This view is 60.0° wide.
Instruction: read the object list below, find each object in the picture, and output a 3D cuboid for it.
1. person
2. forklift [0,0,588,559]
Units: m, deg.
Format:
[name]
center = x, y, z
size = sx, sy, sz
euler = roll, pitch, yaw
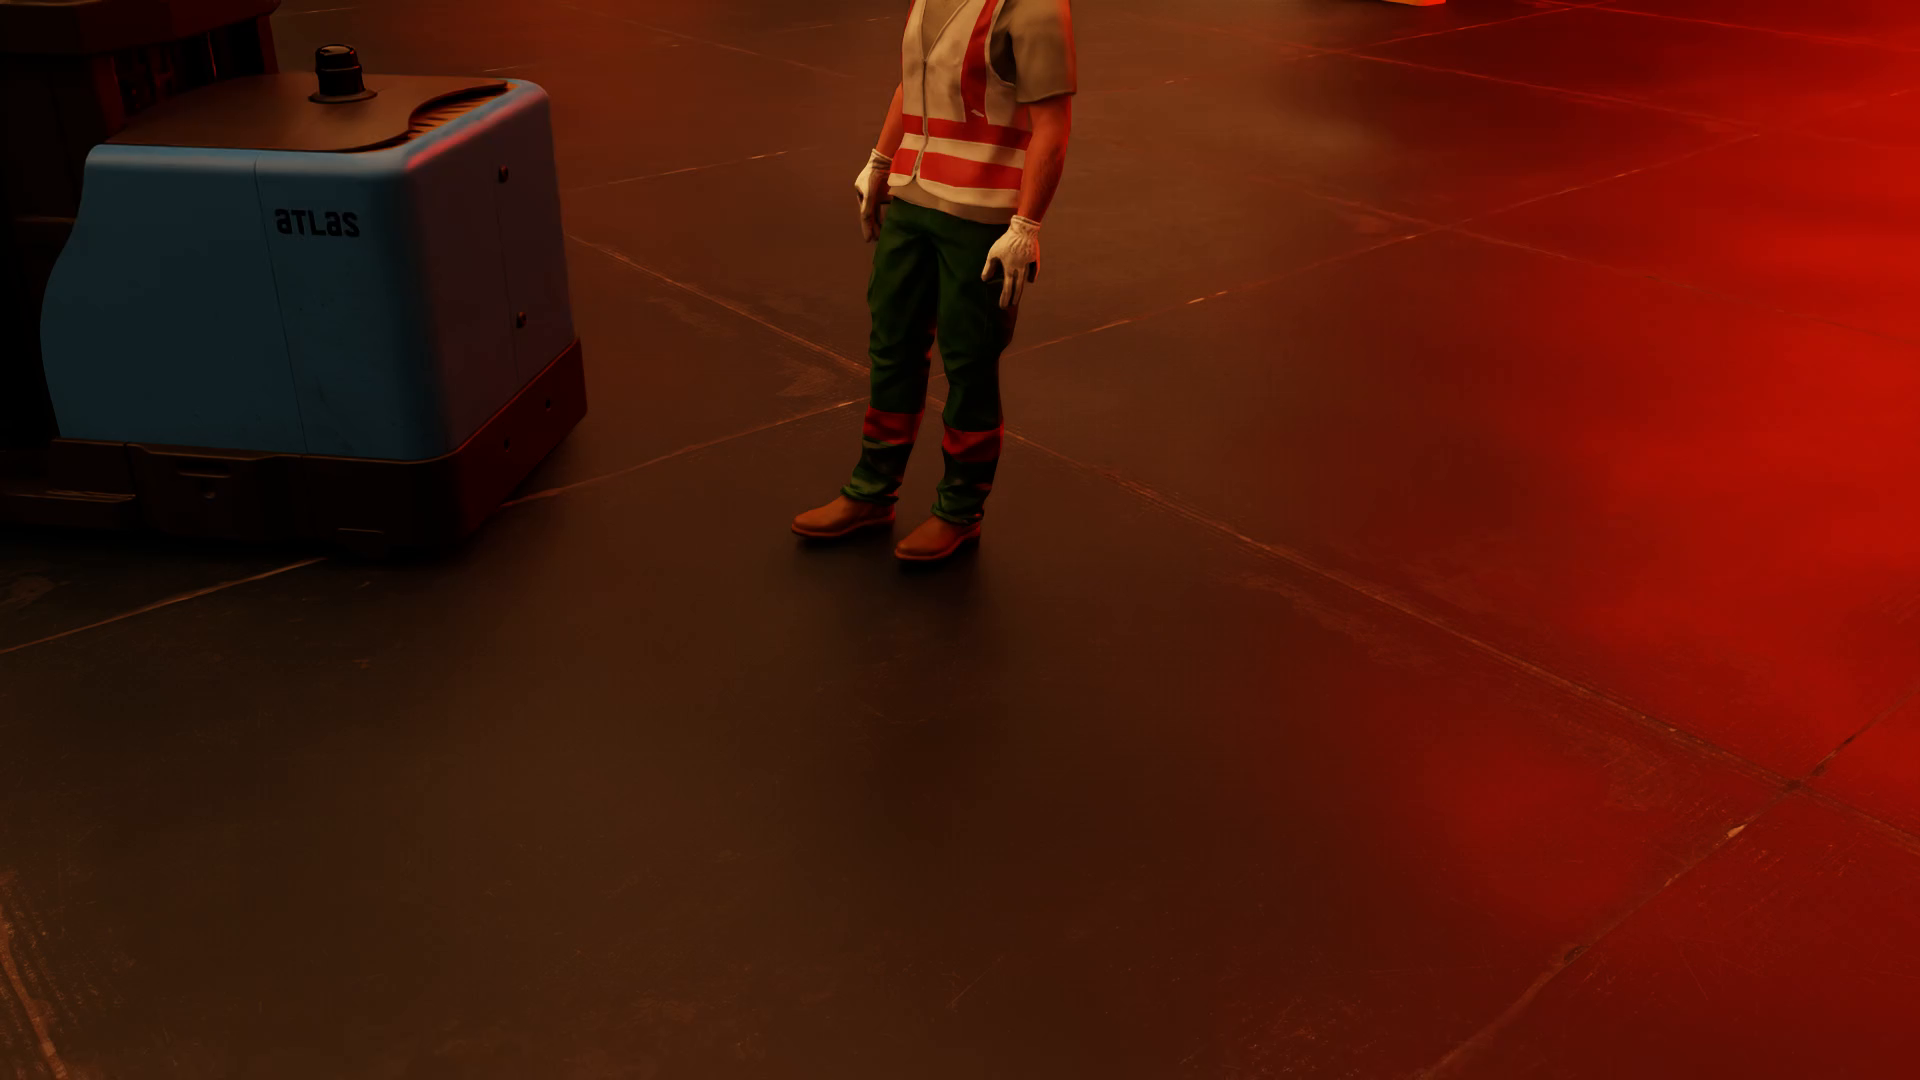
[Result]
[person]
center = -0.069, -0.789, 4.062
size = 0.564, 1.787, 0.638
euler = -20, 33, -35
[forklift]
center = -2.714, -1.557, 4.342
size = 3.031, 2.935, 1.130
euler = 4, 27, 8
